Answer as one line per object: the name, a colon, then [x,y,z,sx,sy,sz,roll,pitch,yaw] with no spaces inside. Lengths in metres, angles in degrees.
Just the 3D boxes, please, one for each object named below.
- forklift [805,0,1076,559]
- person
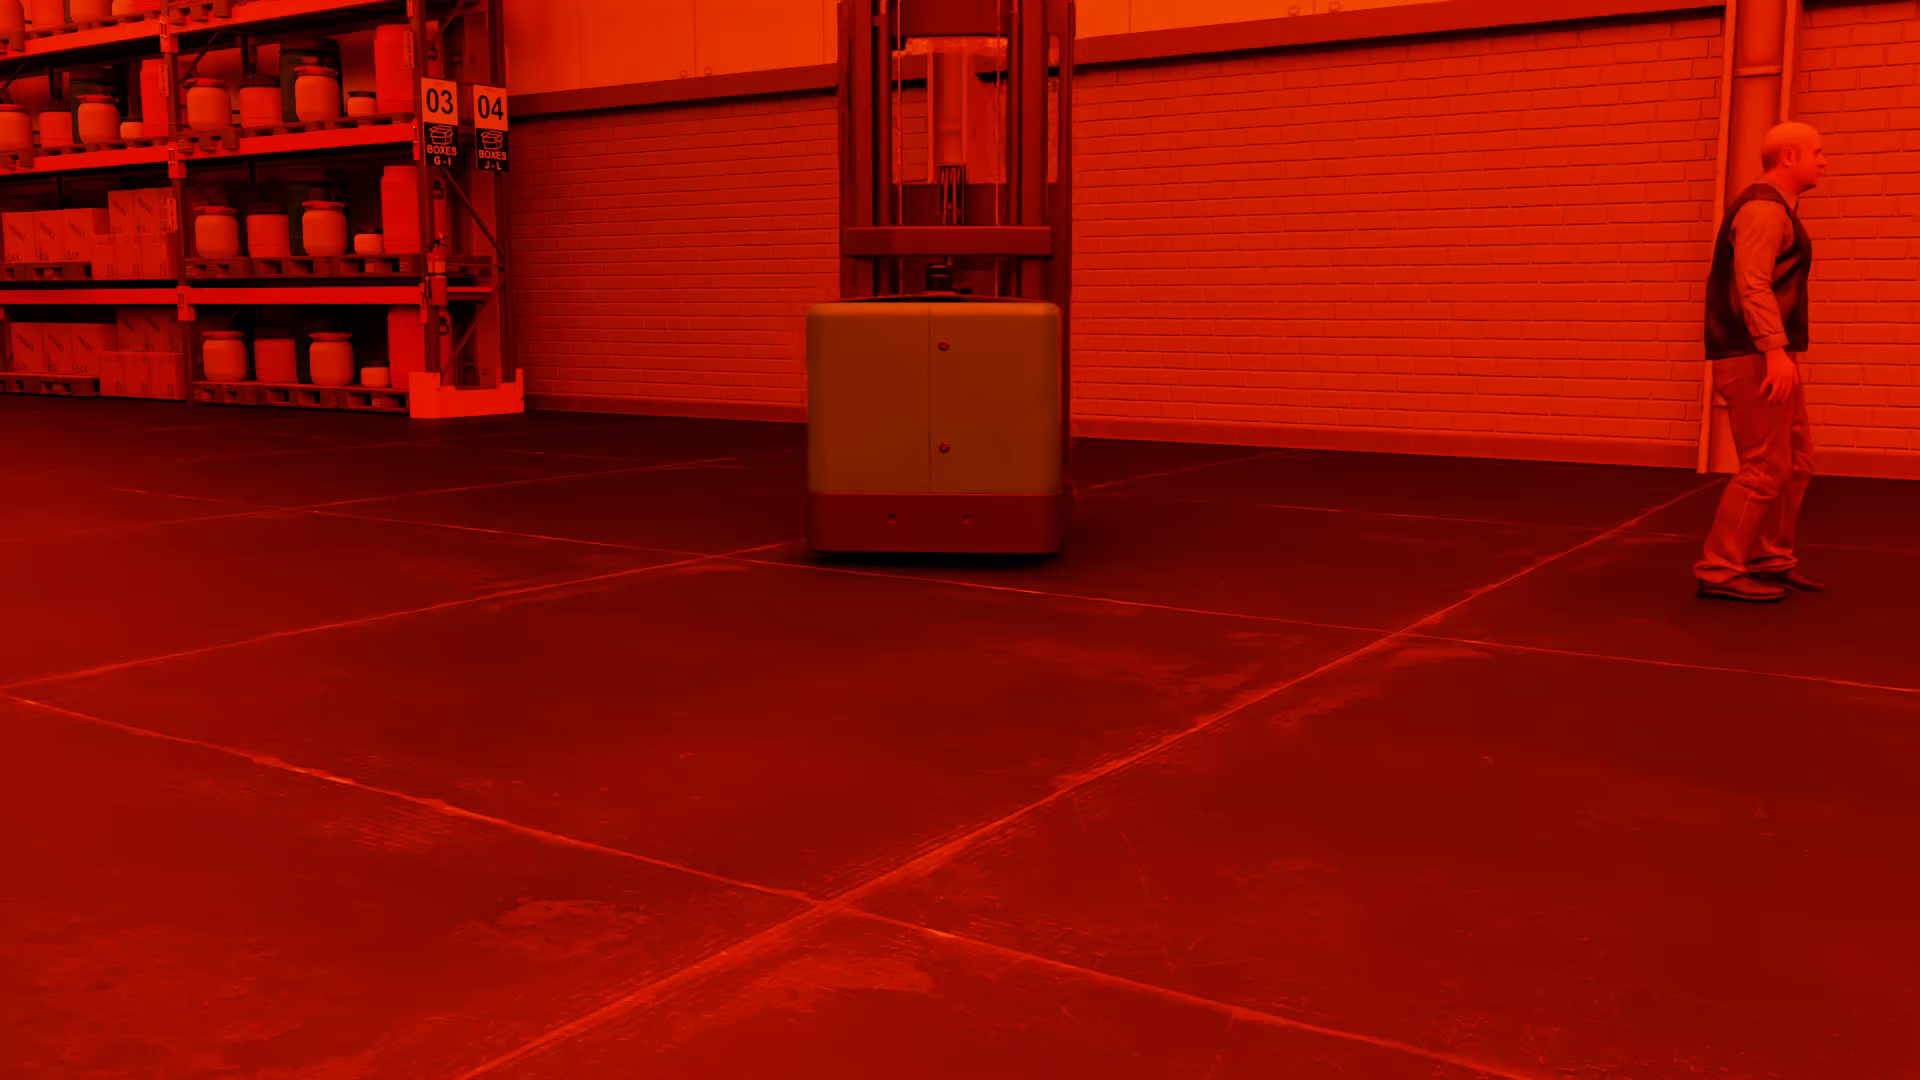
forklift: [-0.001,-1.541,8.030,1.130,2.935,3.031,1,8,5]
person: [2.962,-0.632,6.053,0.485,1.739,0.605,4,9,27]
